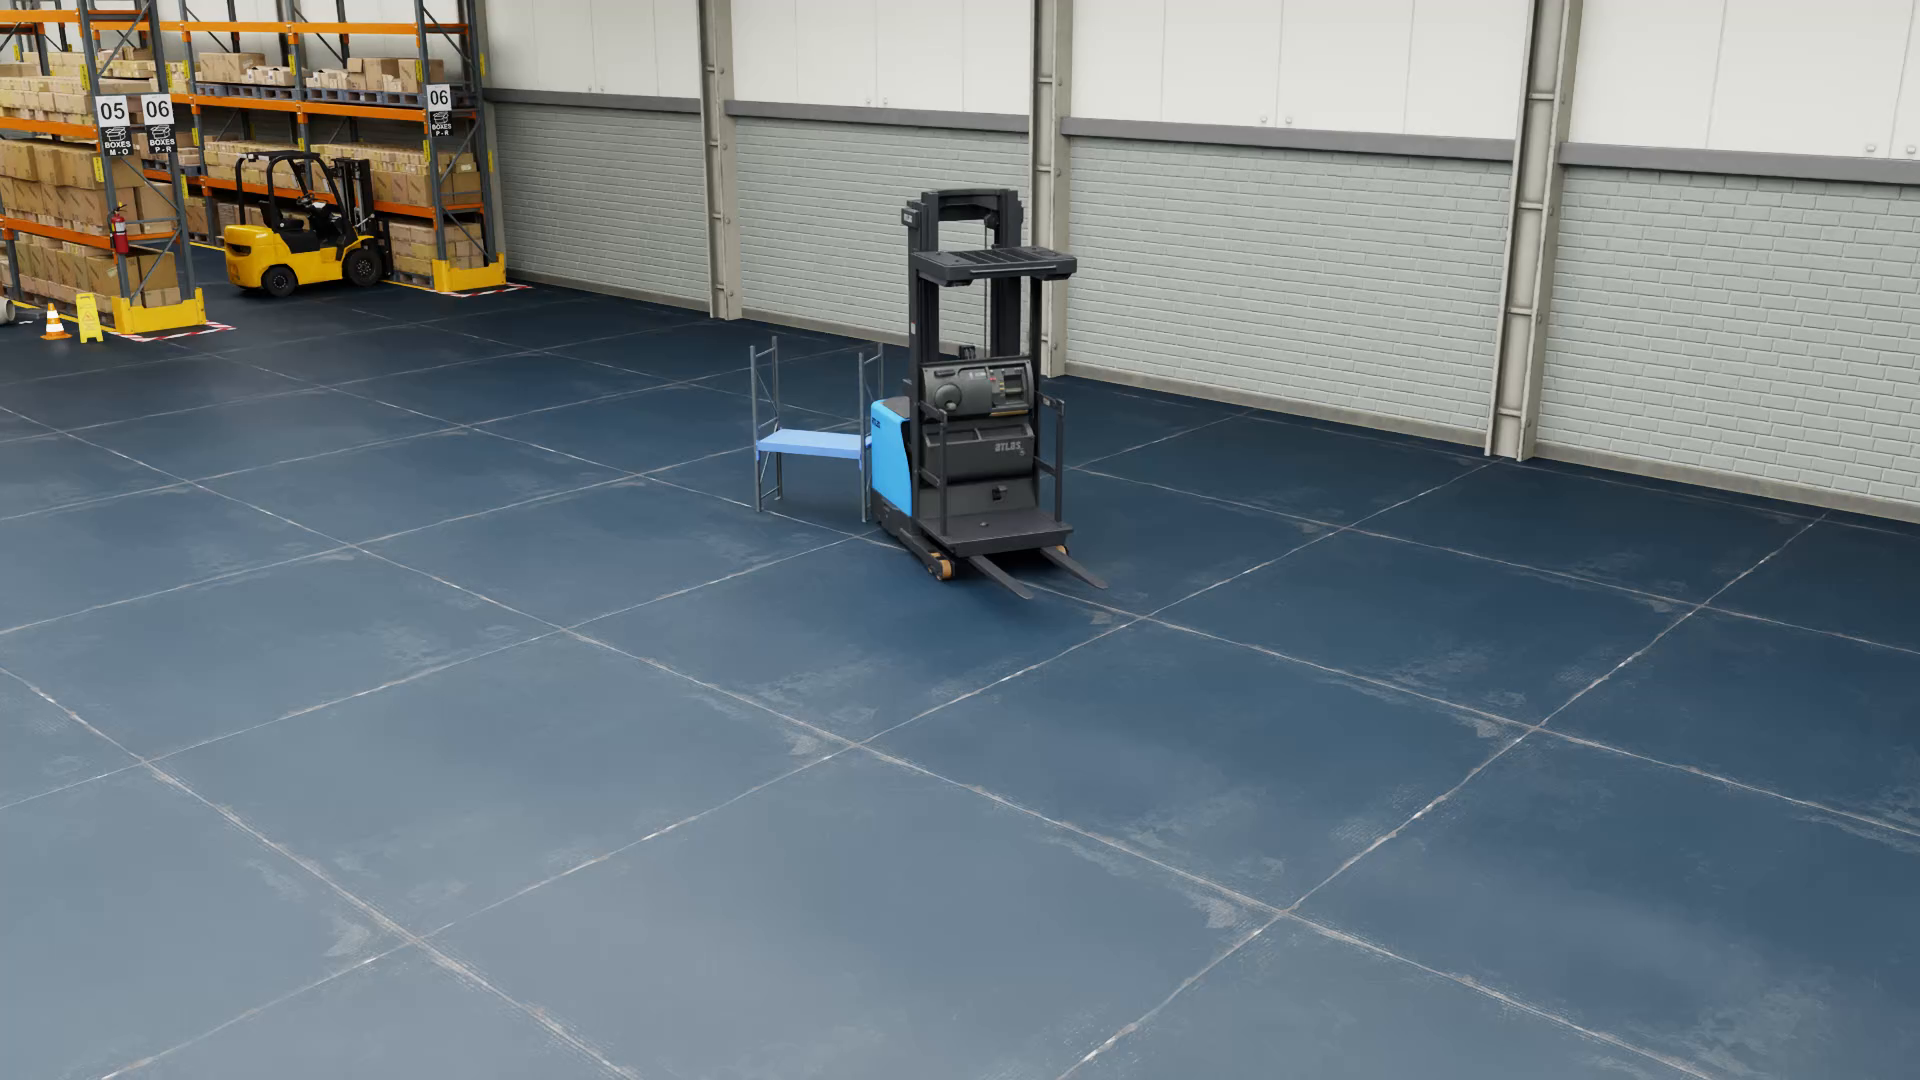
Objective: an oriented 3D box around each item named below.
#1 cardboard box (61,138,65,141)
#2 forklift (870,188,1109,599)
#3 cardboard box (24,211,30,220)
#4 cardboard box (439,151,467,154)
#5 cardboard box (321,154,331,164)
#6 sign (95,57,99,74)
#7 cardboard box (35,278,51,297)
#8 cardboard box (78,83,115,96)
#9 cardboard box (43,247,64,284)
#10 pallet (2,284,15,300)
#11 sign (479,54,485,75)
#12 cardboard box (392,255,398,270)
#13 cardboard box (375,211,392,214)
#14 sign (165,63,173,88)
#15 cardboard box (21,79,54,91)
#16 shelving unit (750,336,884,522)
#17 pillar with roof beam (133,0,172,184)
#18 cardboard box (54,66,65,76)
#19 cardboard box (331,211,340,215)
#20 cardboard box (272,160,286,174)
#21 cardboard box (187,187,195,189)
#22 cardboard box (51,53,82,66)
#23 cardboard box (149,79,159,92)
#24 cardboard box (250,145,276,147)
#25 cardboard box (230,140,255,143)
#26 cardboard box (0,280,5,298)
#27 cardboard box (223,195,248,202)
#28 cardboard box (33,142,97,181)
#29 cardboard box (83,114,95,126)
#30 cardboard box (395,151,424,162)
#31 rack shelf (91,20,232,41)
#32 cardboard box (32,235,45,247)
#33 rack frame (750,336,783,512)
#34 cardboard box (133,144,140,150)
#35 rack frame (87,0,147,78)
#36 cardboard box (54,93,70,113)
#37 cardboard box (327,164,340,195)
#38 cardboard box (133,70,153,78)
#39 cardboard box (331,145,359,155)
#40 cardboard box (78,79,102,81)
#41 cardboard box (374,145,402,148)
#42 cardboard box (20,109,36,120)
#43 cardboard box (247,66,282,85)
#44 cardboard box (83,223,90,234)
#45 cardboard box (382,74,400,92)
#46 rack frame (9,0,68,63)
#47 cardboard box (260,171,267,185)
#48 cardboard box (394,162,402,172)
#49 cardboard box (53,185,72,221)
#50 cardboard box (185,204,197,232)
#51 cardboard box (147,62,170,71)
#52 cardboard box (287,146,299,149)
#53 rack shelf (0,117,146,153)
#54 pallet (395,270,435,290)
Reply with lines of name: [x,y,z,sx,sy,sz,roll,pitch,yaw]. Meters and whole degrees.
cardboard box: [-19.035,-8.486,35.647,0.500,0.250,0.500,14,23,38]
forklift: [0.231,-1.222,13.116,1.130,2.935,3.031,-7,19,-21]
cardboard box: [-13.806,-4.895,24.993,0.250,0.149,0.380,15,23,39]
cardboard box: [-8.254,-6.239,27.082,0.250,0.149,0.380,16,24,41]
cardboard box: [-10.721,-6.542,28.528,0.250,0.149,0.380,16,23,41]
sign: [-17.317,-9.518,33.331,0.005,0.325,0.100,15,23,39]
cardboard box: [-13.602,-3.842,25.109,0.500,0.250,0.500,17,24,42]
cardboard box: [-11.728,-6.124,22.589,0.250,0.149,0.380,15,23,40]
cardboard box: [-13.214,-4.094,24.666,0.500,0.500,0.500,17,24,42]
pallet: [-14.854,-4.063,26.566,1.213,0.211,1.003,15,23,39]
sign: [-7.615,-7.565,26.457,0.005,0.325,0.100,15,23,39]
cardboard box: [-9.282,-4.674,27.731,0.500,0.250,0.500,15,23,40]
cardboard box: [-10.094,-5.573,28.911,0.500,0.250,0.500,15,23,38]
sign: [-10.919,-6.402,22.923,0.005,0.325,0.100,15,23,39]
cardboard box: [-13.242,-6.540,23.899,0.250,0.149,0.380,15,23,38]
shelving unit: [-1.250,-0.991,14.756,1.048,1.500,0.538,6,18,17]
pillar with roof beam: [-19.743,-10.196,31.361,0.400,9.000,9.100,15,23,39]
cardboard box: [-18.633,-9.817,34.883,0.500,0.250,0.500,15,23,38]
cardboard box: [-10.826,-5.558,28.865,0.500,0.250,0.500,15,23,38]
cardboard box: [-11.906,-6.669,29.589,0.500,0.250,0.500,14,23,38]
cardboard box: [-15.729,-7.064,33.778,0.250,0.149,0.380,16,24,41]
cardboard box: [-18.649,-10.058,34.815,0.500,0.250,0.500,16,24,41]
cardboard box: [-15.267,-8.771,32.079,0.500,0.250,0.500,15,23,39]
cardboard box: [-12.697,-7.102,30.294,0.250,0.149,0.380,15,23,39]
cardboard box: [-13.593,-7.501,31.549,0.250,0.149,0.380,16,24,41]
cardboard box: [-14.373,-3.523,24.382,0.500,0.500,0.500,-3,18,-8]
cardboard box: [-14.154,-6.656,32.493,0.250,0.149,0.380,17,24,42]
cardboard box: [-12.911,-5.466,24.067,0.500,0.500,0.700,15,23,39]
cardboard box: [-11.732,-5.752,22.732,0.250,0.149,0.380,15,23,39]
cardboard box: [-8.951,-6.236,27.072,0.250,0.149,0.380,15,23,40]
rack shelf: [-15.467,-9.891,32.251,4.000,0.370,1.077,15,23,39]
cardboard box: [-13.570,-4.472,24.782,0.250,0.149,0.380,16,24,41]
rack frame: [-1.733,-1.040,14.908,0.032,1.500,0.500,6,18,17]
cardboard box: [-16.178,-7.737,33.059,0.258,0.266,0.396,17,24,42]
rack frame: [-16.963,-10.826,33.347,0.127,3.000,1.000,15,23,39]
cardboard box: [-12.208,-6.079,23.106,0.500,0.250,0.500,15,23,39]
cardboard box: [-10.420,-6.159,28.394,0.500,0.500,0.500,16,23,40]
cardboard box: [-15.837,-9.071,32.334,0.250,0.149,0.380,16,23,40]
cardboard box: [-10.486,-6.646,28.366,0.250,0.149,0.380,14,23,38]
cardboard box: [-12.527,-6.553,23.941,0.250,0.149,0.380,16,23,40]
cardboard box: [-9.763,-6.660,28.410,0.250,0.149,0.380,15,23,38]
cardboard box: [-13.295,-6.150,23.986,0.250,0.149,0.380,14,23,38]
cardboard box: [-12.256,-8.239,29.444,0.500,0.311,0.500,14,22,37]
cardboard box: [-12.142,-4.422,23.502,0.250,0.149,0.380,15,23,38]
cardboard box: [-8.999,-7.319,26.619,0.258,0.266,0.396,15,23,39]
rack frame: [-19.955,-11.629,35.878,0.127,3.000,1.000,15,23,39]
cardboard box: [-12.261,-6.537,29.999,0.500,0.250,0.500,15,23,40]
cardboard box: [-8.975,-6.083,27.082,0.250,0.149,0.380,15,23,39]
cardboard box: [-12.612,-4.872,23.848,0.500,0.500,0.500,15,23,39]
cardboard box: [-14.797,-6.311,32.477,0.500,0.500,0.500,15,23,38]
cardboard box: [-15.395,-9.116,32.015,0.250,0.149,0.380,15,23,39]
cardboard box: [-12.018,-7.104,30.300,0.250,0.149,0.380,15,23,39]
rack shelf: [-12.775,-5.922,24.042,4.000,0.370,1.077,15,23,39]
pallet: [-8.587,-4.372,27.538,1.213,0.211,1.003,15,23,39]
